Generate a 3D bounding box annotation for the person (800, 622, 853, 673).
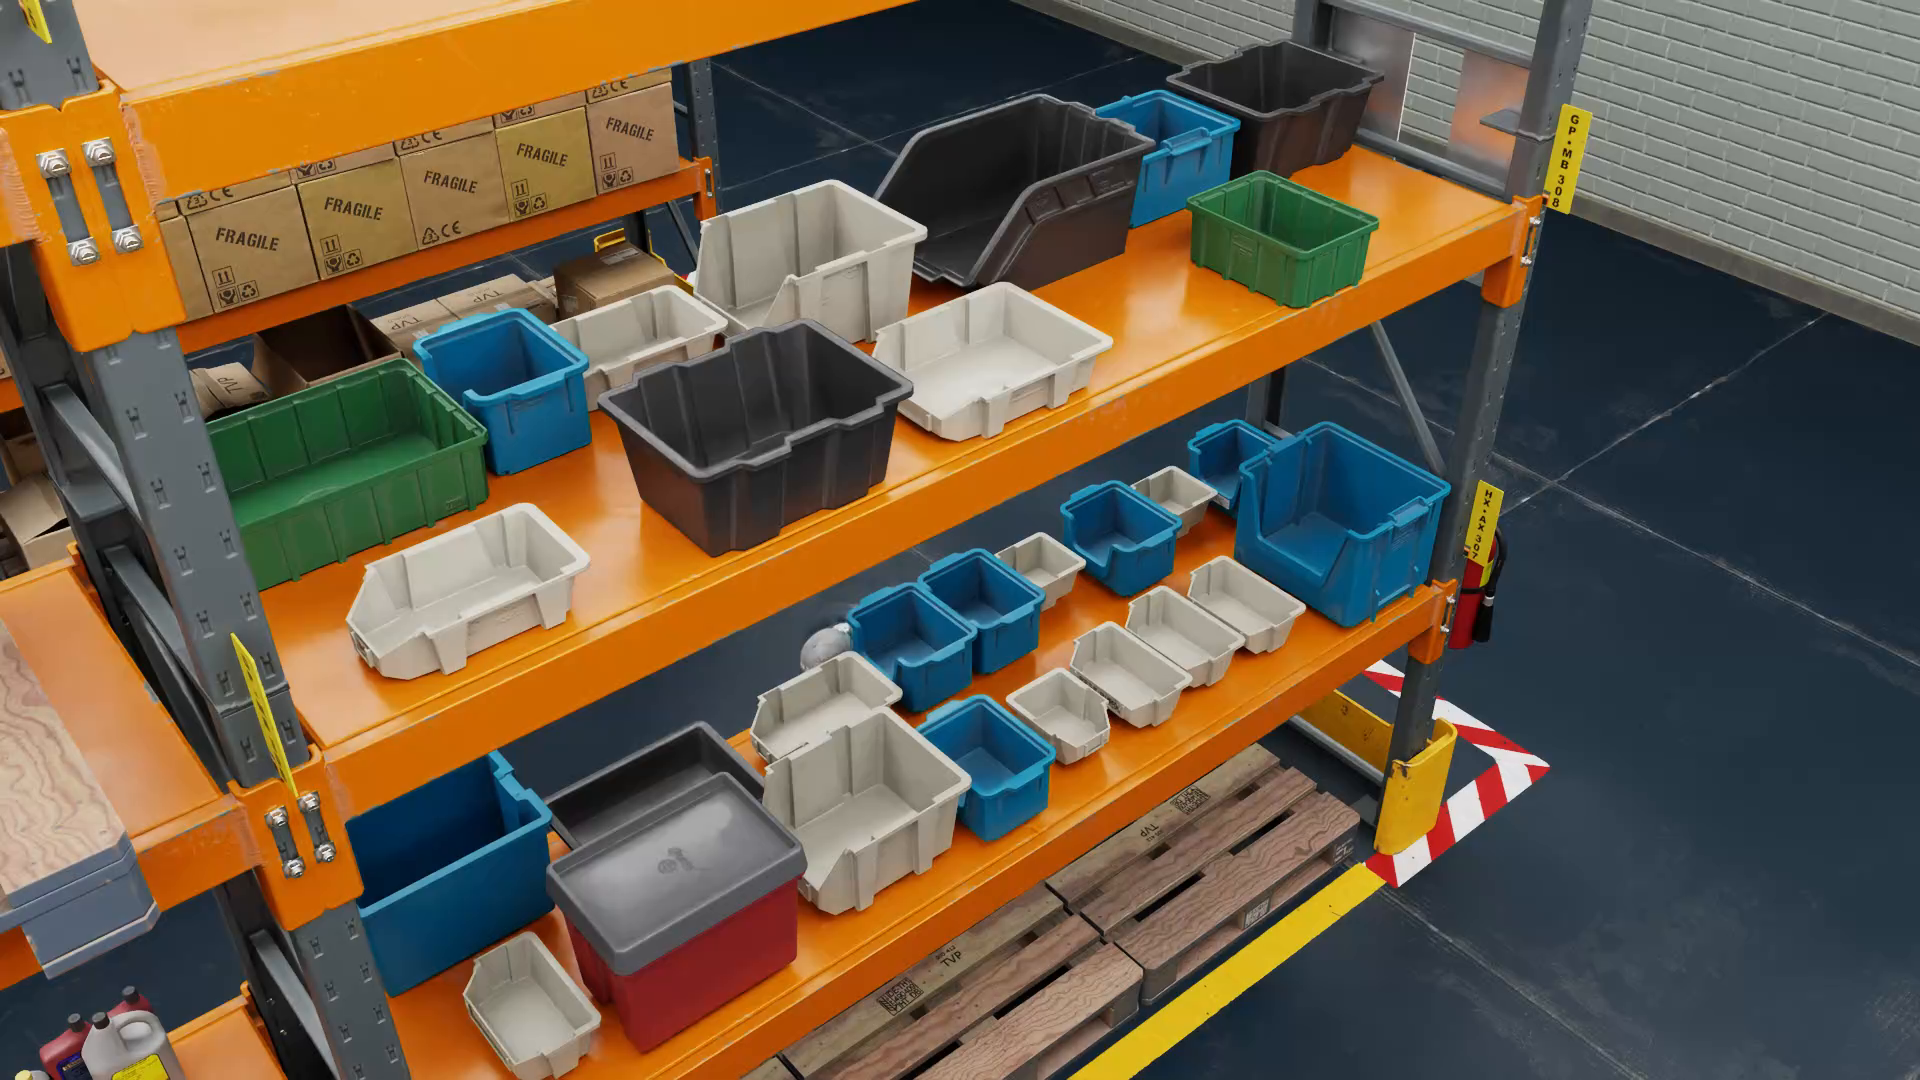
[{"bbox_3d":[-0.280,0.778,6.284,0.744,1.351,0.535,-27,44,-32],"label":"person"}]
